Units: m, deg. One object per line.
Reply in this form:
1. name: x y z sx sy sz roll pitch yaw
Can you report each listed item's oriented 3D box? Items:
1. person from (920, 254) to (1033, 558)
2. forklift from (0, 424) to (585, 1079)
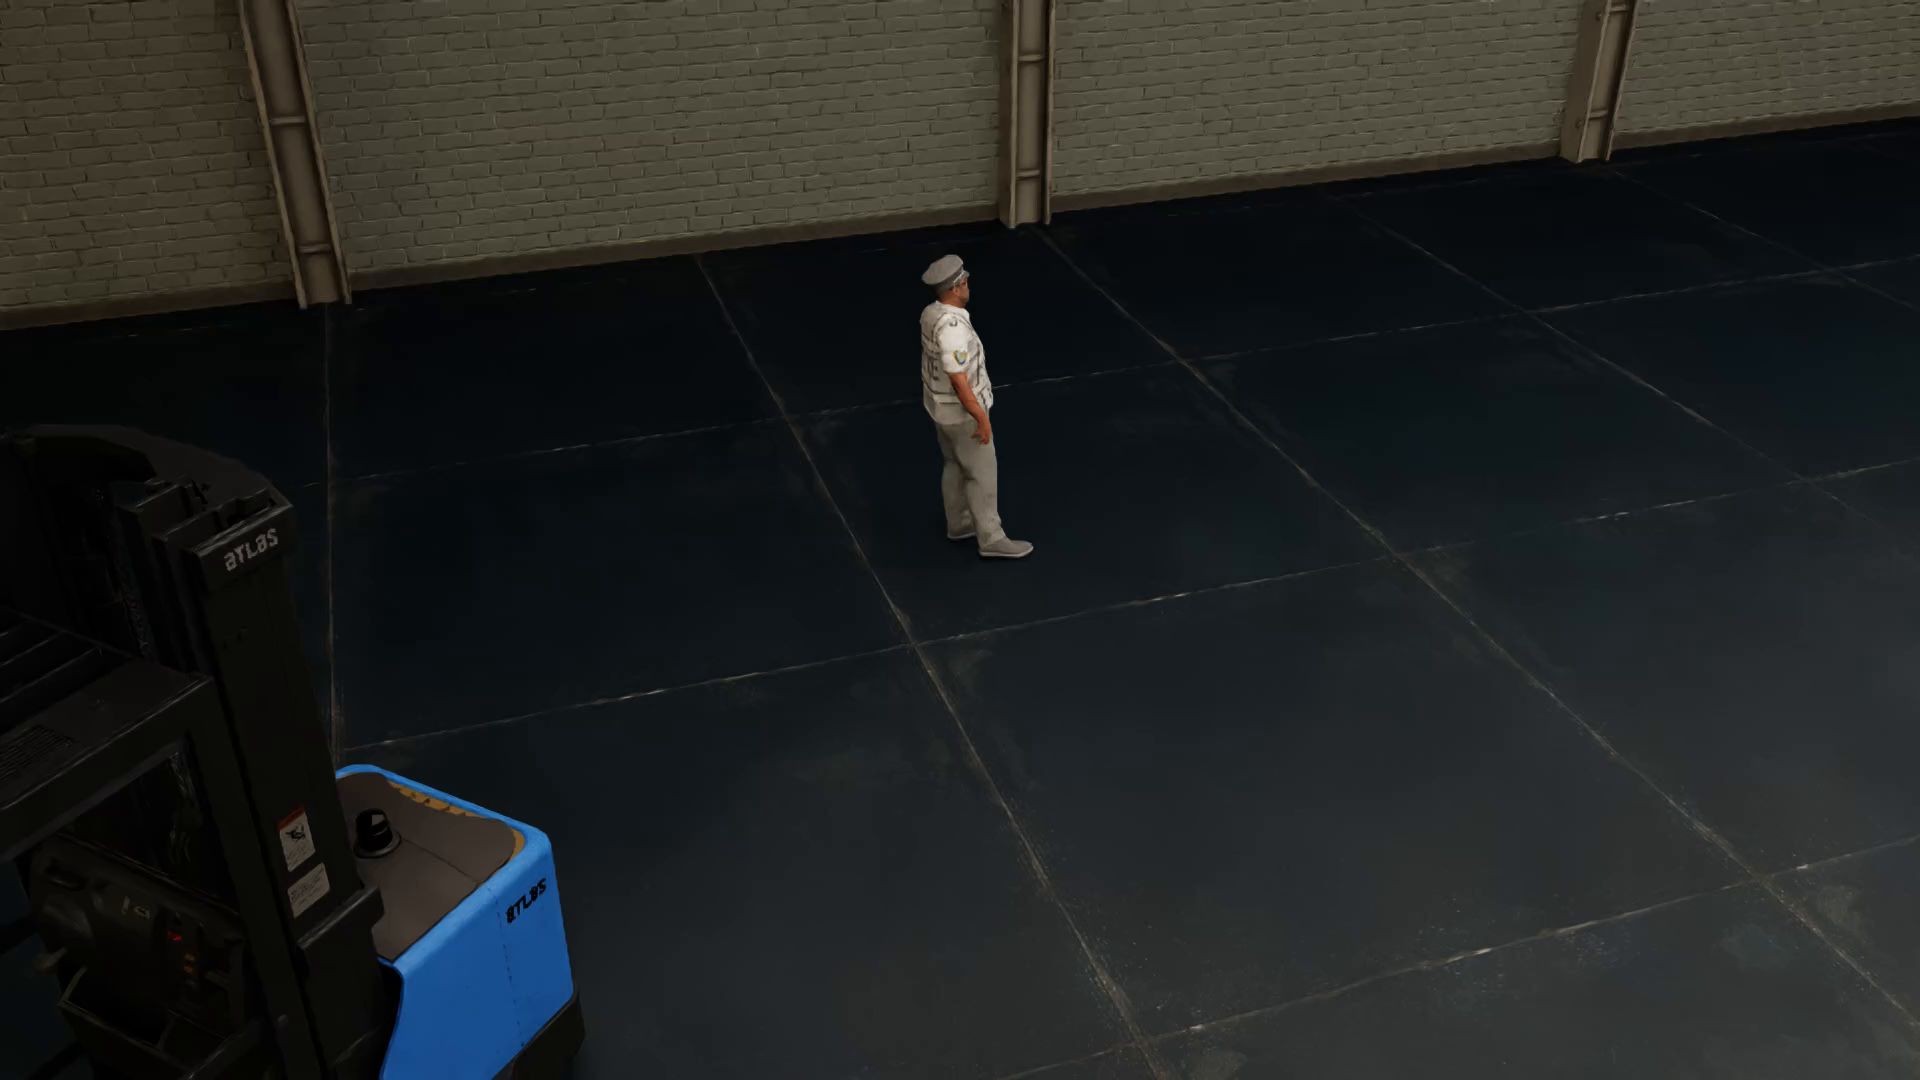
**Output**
1. person: 0.078 -0.786 9.589 0.574 1.781 0.640 -10 31 -16
2. forklift: -2.598 1.262 4.893 1.130 2.935 3.031 15 33 24
